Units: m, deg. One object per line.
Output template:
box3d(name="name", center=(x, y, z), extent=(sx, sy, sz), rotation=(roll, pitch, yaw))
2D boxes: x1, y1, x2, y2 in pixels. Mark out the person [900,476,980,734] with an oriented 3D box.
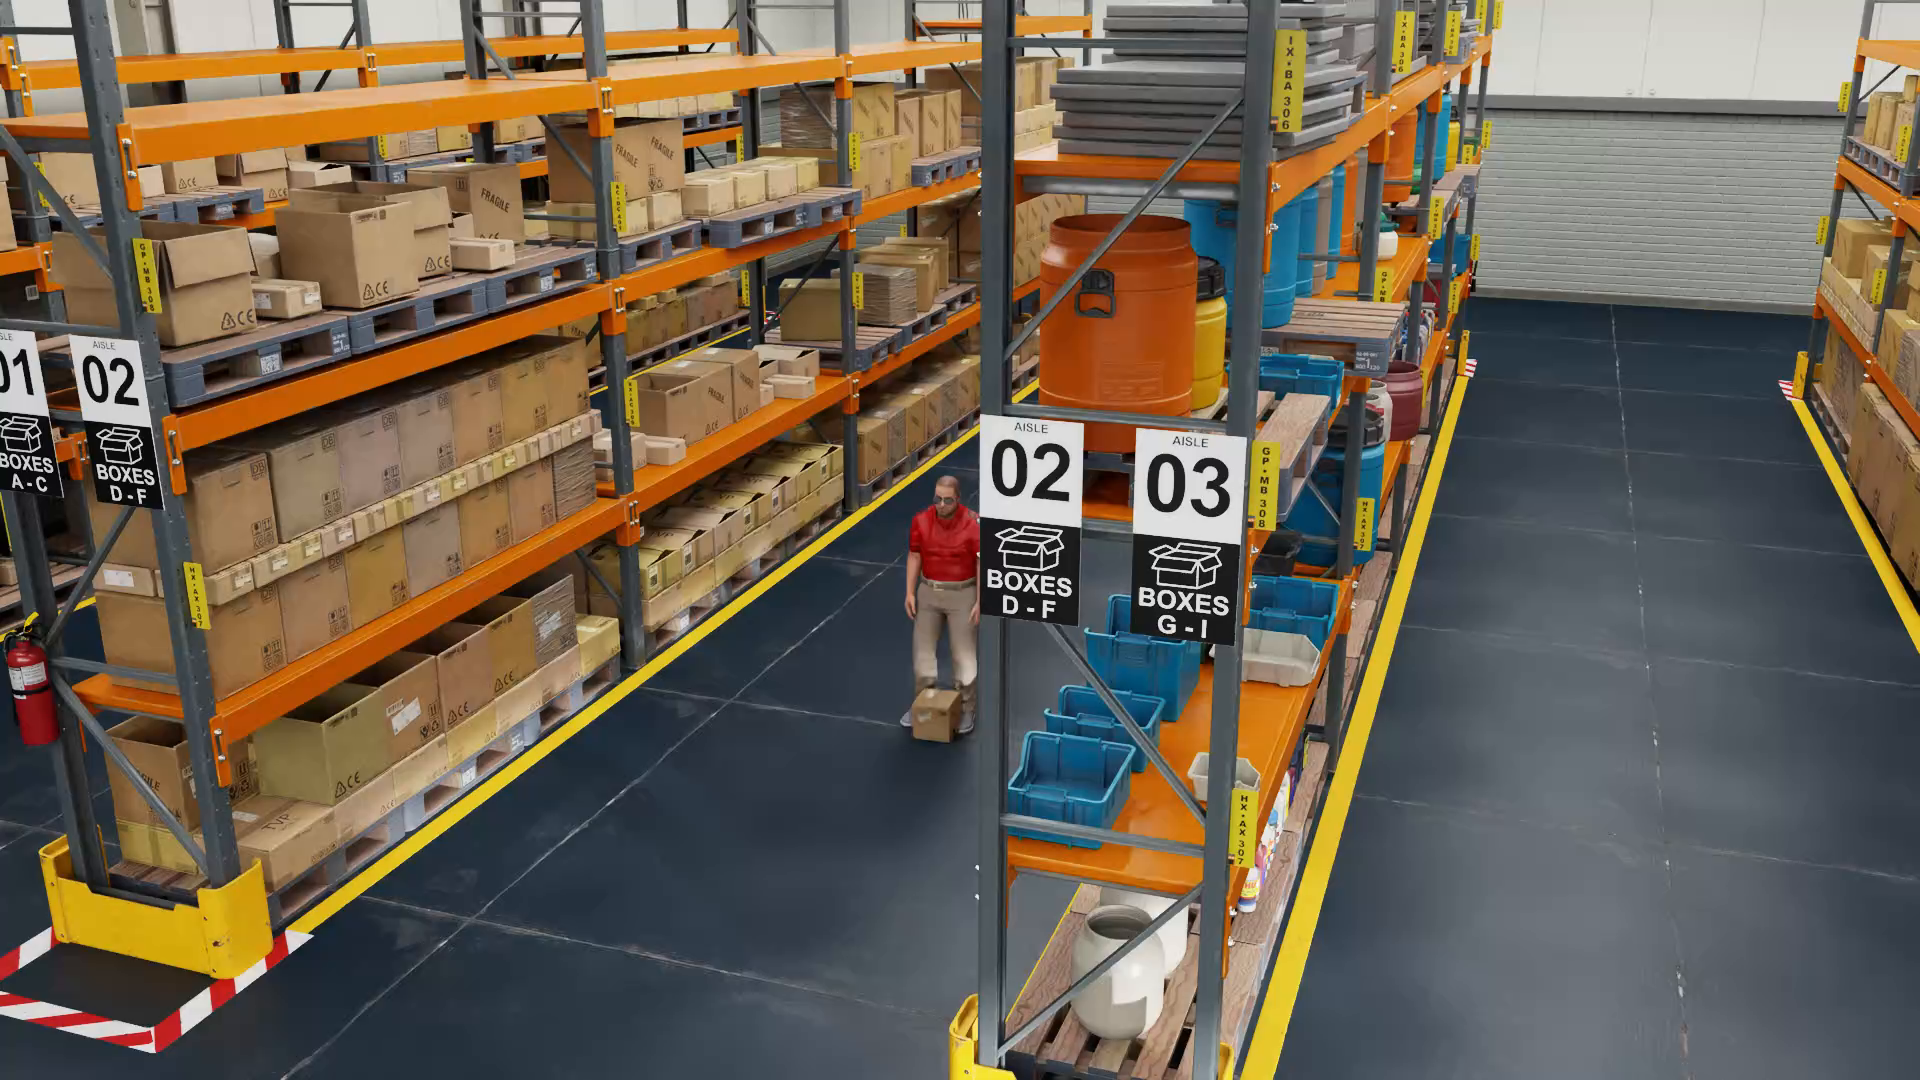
box3d(name="person", center=(-0.078, 0.399, 10.892), extent=(0.605, 1.726, 0.393), rotation=(5, 19, 15))
